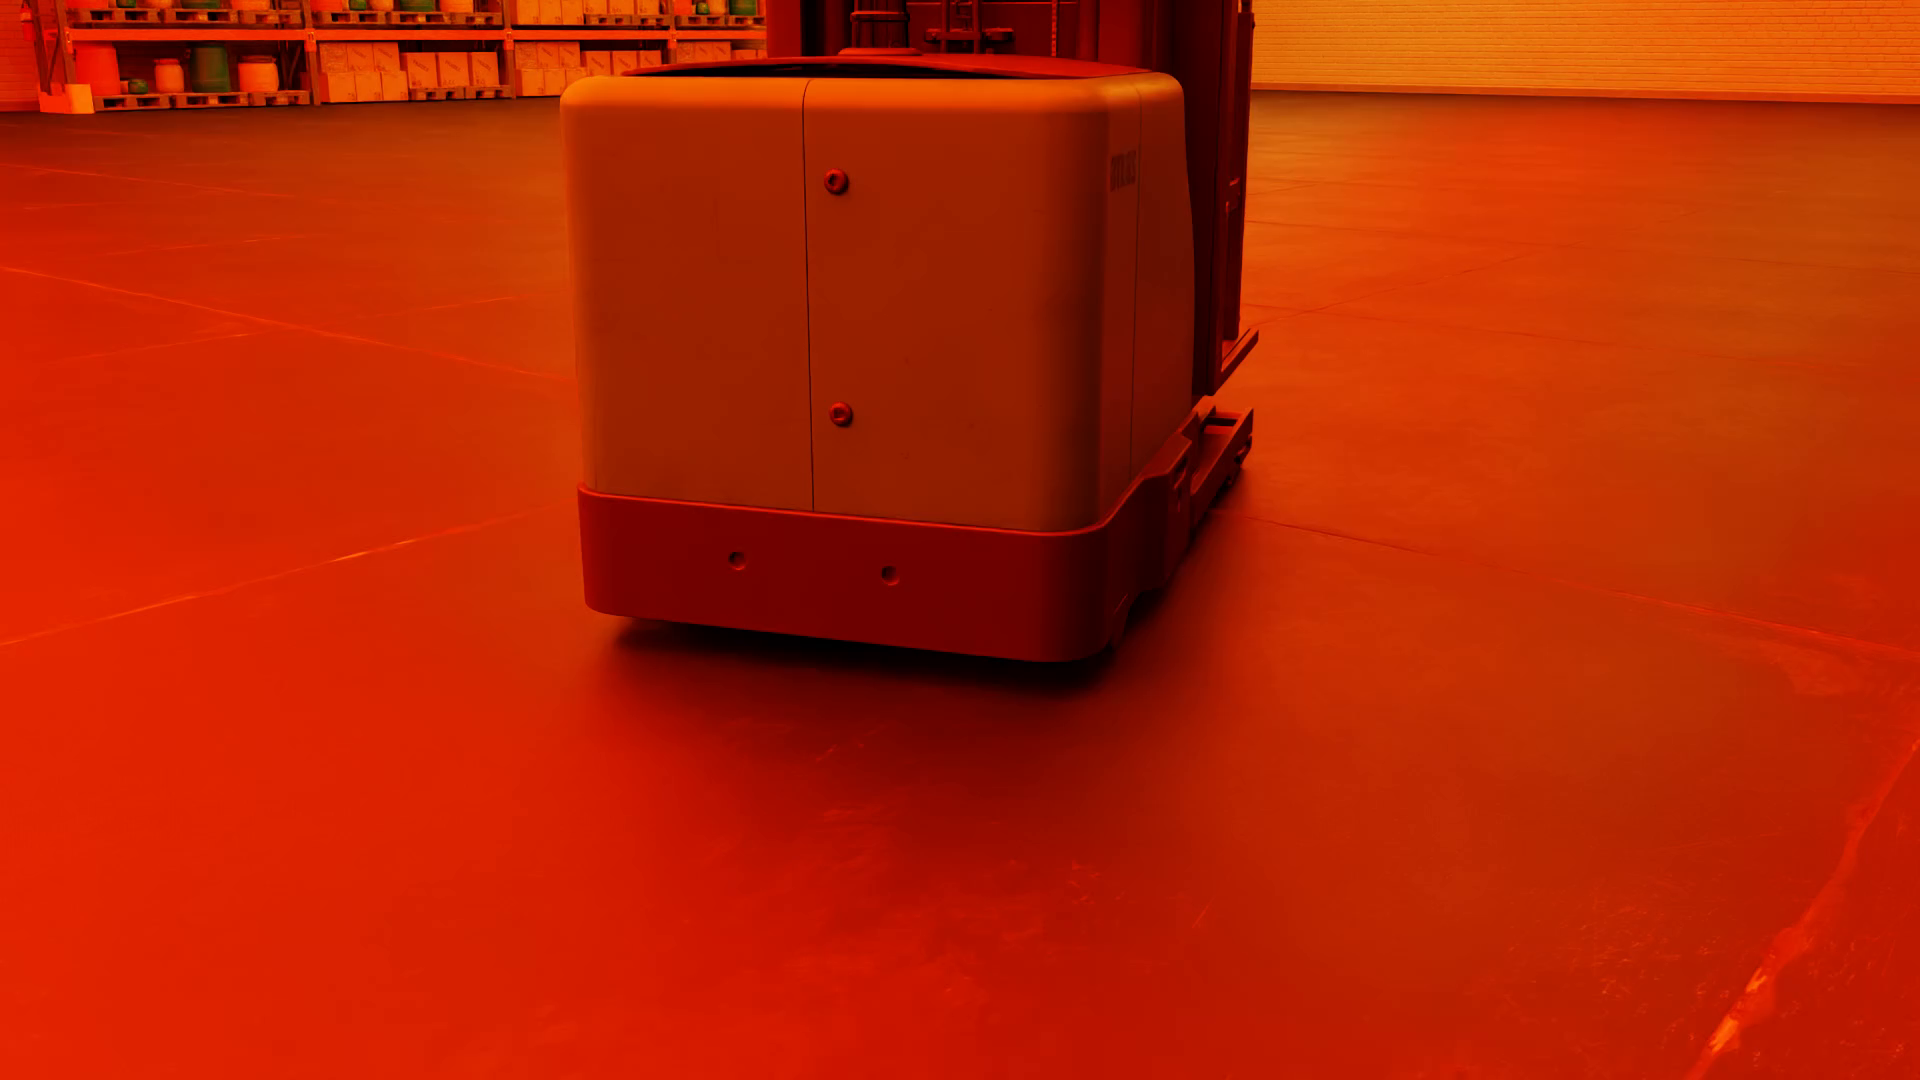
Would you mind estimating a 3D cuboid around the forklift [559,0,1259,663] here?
[{"bbox_3d":[0.182,-1.571,4.072,1.130,2.935,3.031,5,18,17],"label":"forklift"}]
